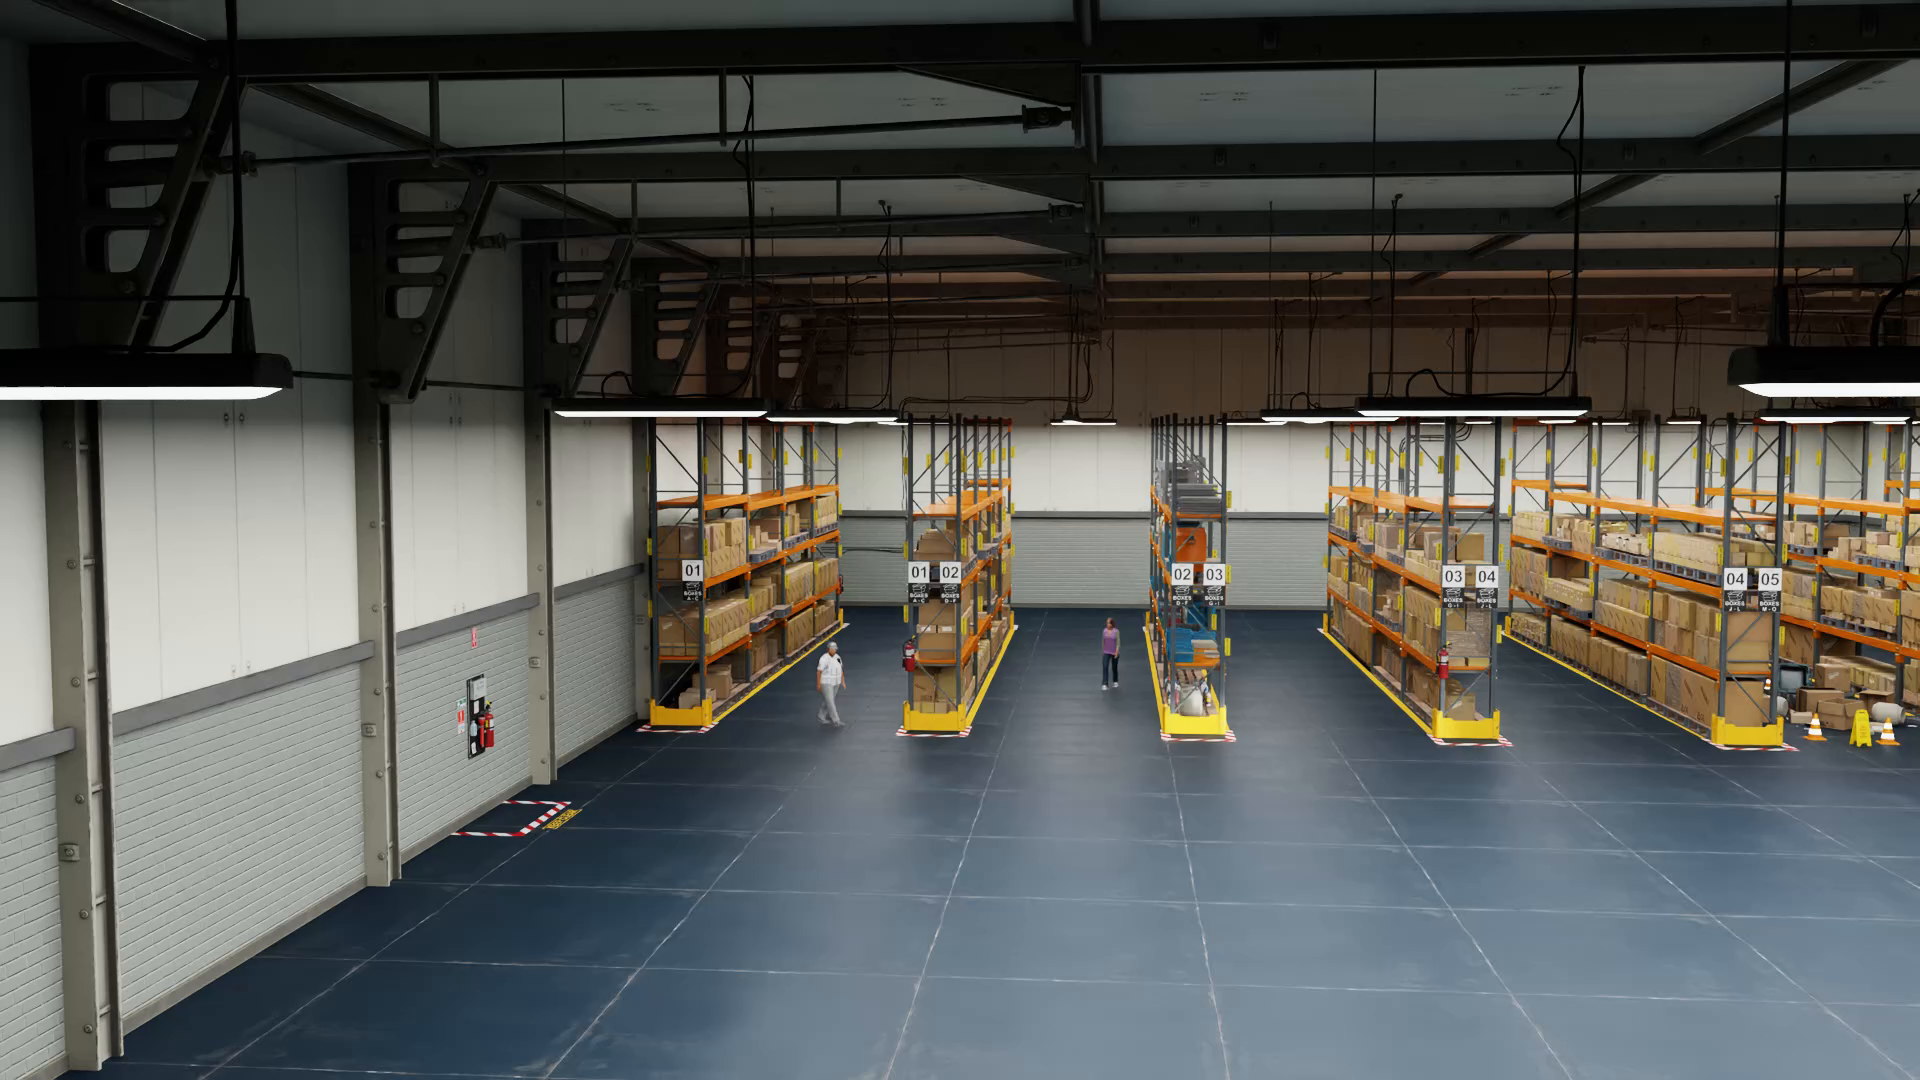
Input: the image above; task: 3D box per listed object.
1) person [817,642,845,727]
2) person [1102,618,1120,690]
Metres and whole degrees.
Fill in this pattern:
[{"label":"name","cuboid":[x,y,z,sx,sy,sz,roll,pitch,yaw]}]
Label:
[{"label":"person","cuboid":[-2.433,2.753,31.812,1.016,1.604,0.535,3,5,41]},{"label":"person","cuboid":[3.288,2.482,36.312,0.432,1.552,0.903,1,4,17]}]
